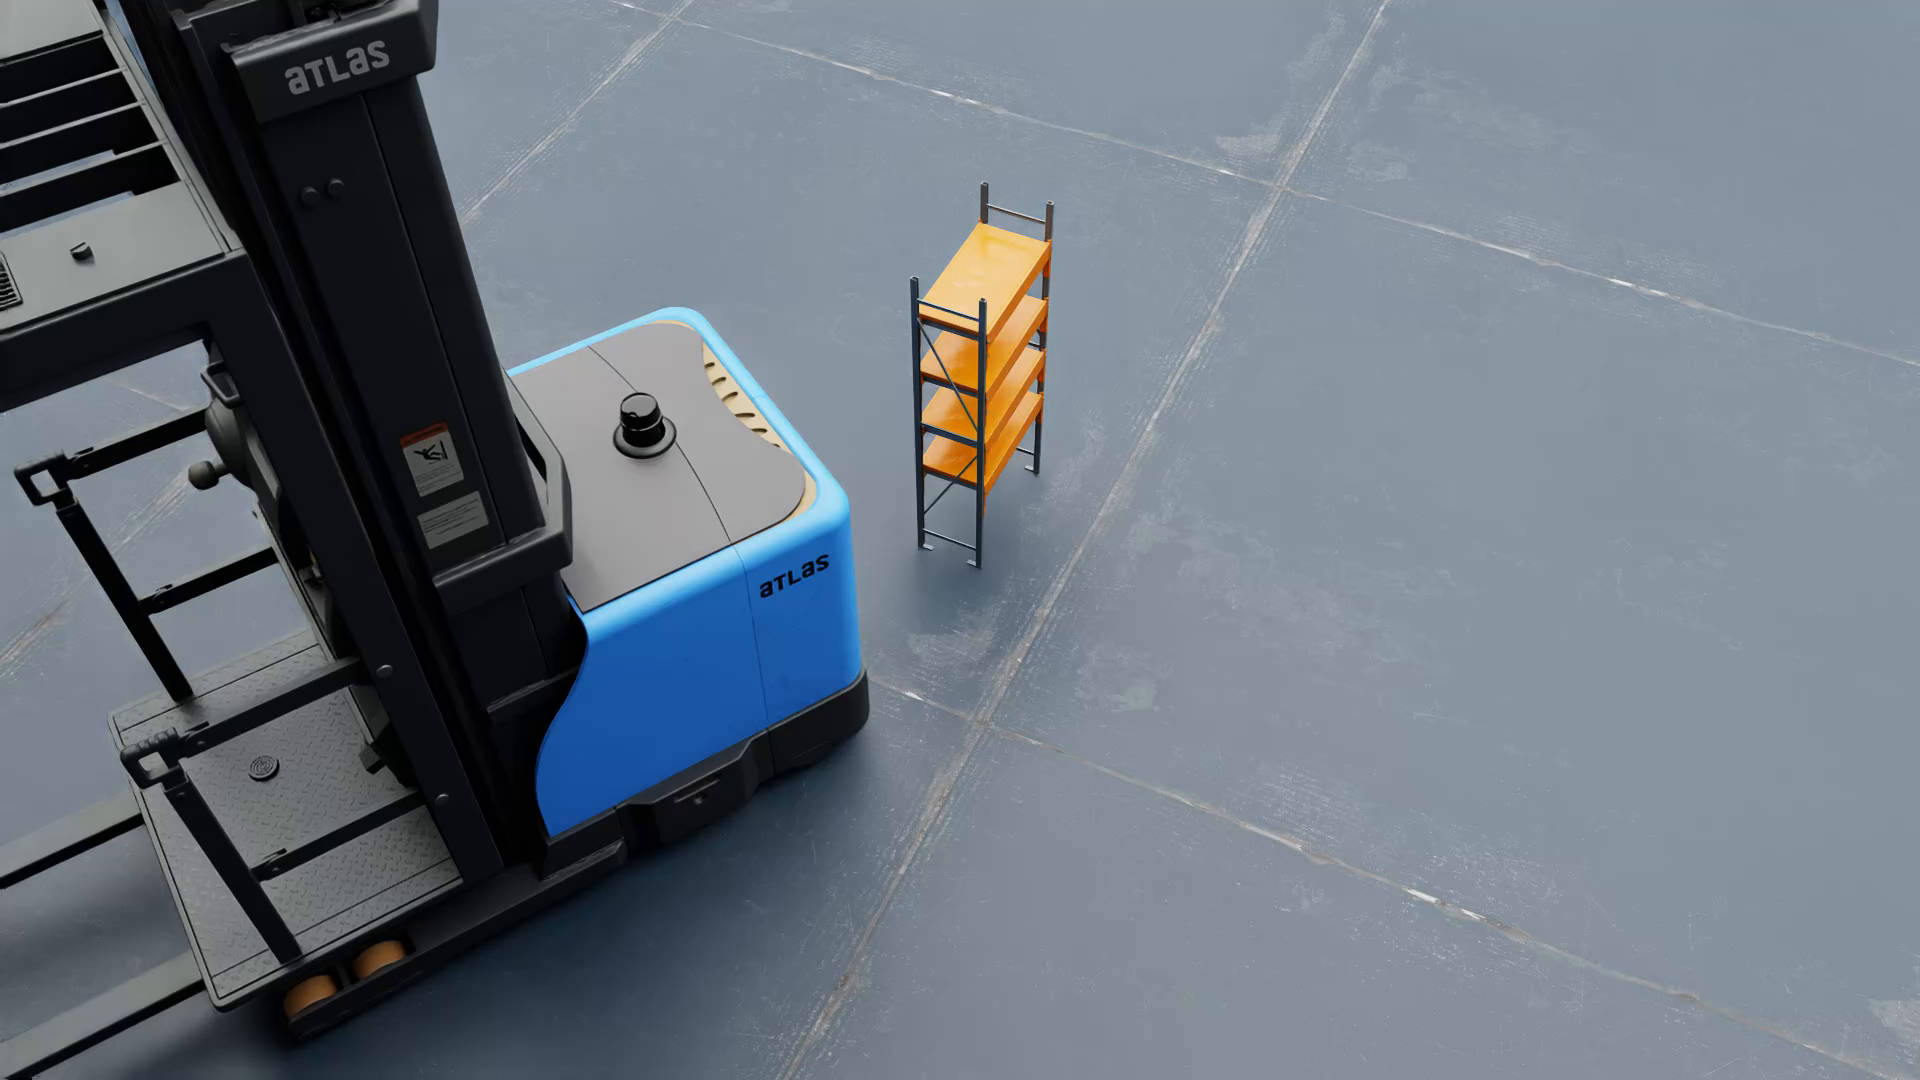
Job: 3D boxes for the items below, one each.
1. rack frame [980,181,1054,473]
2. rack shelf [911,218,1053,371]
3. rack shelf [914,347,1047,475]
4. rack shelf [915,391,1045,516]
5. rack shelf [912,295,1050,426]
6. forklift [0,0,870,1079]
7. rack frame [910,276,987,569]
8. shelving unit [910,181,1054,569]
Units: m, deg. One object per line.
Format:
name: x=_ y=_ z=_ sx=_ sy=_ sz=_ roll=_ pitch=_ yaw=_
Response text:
rack frame: x=0.175 y=-0.671 z=5.533 sx=0.240 sy=1.200 sz=0.015 roll=20 pitch=52 yaw=16
rack shelf: x=0.071 y=-0.757 z=5.091 sx=0.258 sy=0.148 sz=0.480 roll=20 pitch=52 yaw=16
rack shelf: x=0.071 y=-0.459 z=5.441 sx=0.258 sy=0.148 sz=0.480 roll=20 pitch=52 yaw=16
rack shelf: x=0.071 y=-0.331 z=5.592 sx=0.258 sy=0.148 sz=0.480 roll=20 pitch=52 yaw=16
rack shelf: x=0.071 y=-0.604 z=5.271 sx=0.258 sy=0.148 sz=0.480 roll=20 pitch=52 yaw=16
forklift: x=-1.800 y=-0.058 z=3.875 sx=3.031 sy=2.935 sz=1.130 roll=-26 pitch=54 yaw=-20
rack frame: x=-0.034 y=-0.335 z=5.247 sx=0.240 sy=1.200 sz=0.015 roll=20 pitch=52 yaw=16
shelving unit: x=0.071 y=-0.503 z=5.390 sx=0.258 sy=1.200 sz=0.503 roll=20 pitch=52 yaw=16
